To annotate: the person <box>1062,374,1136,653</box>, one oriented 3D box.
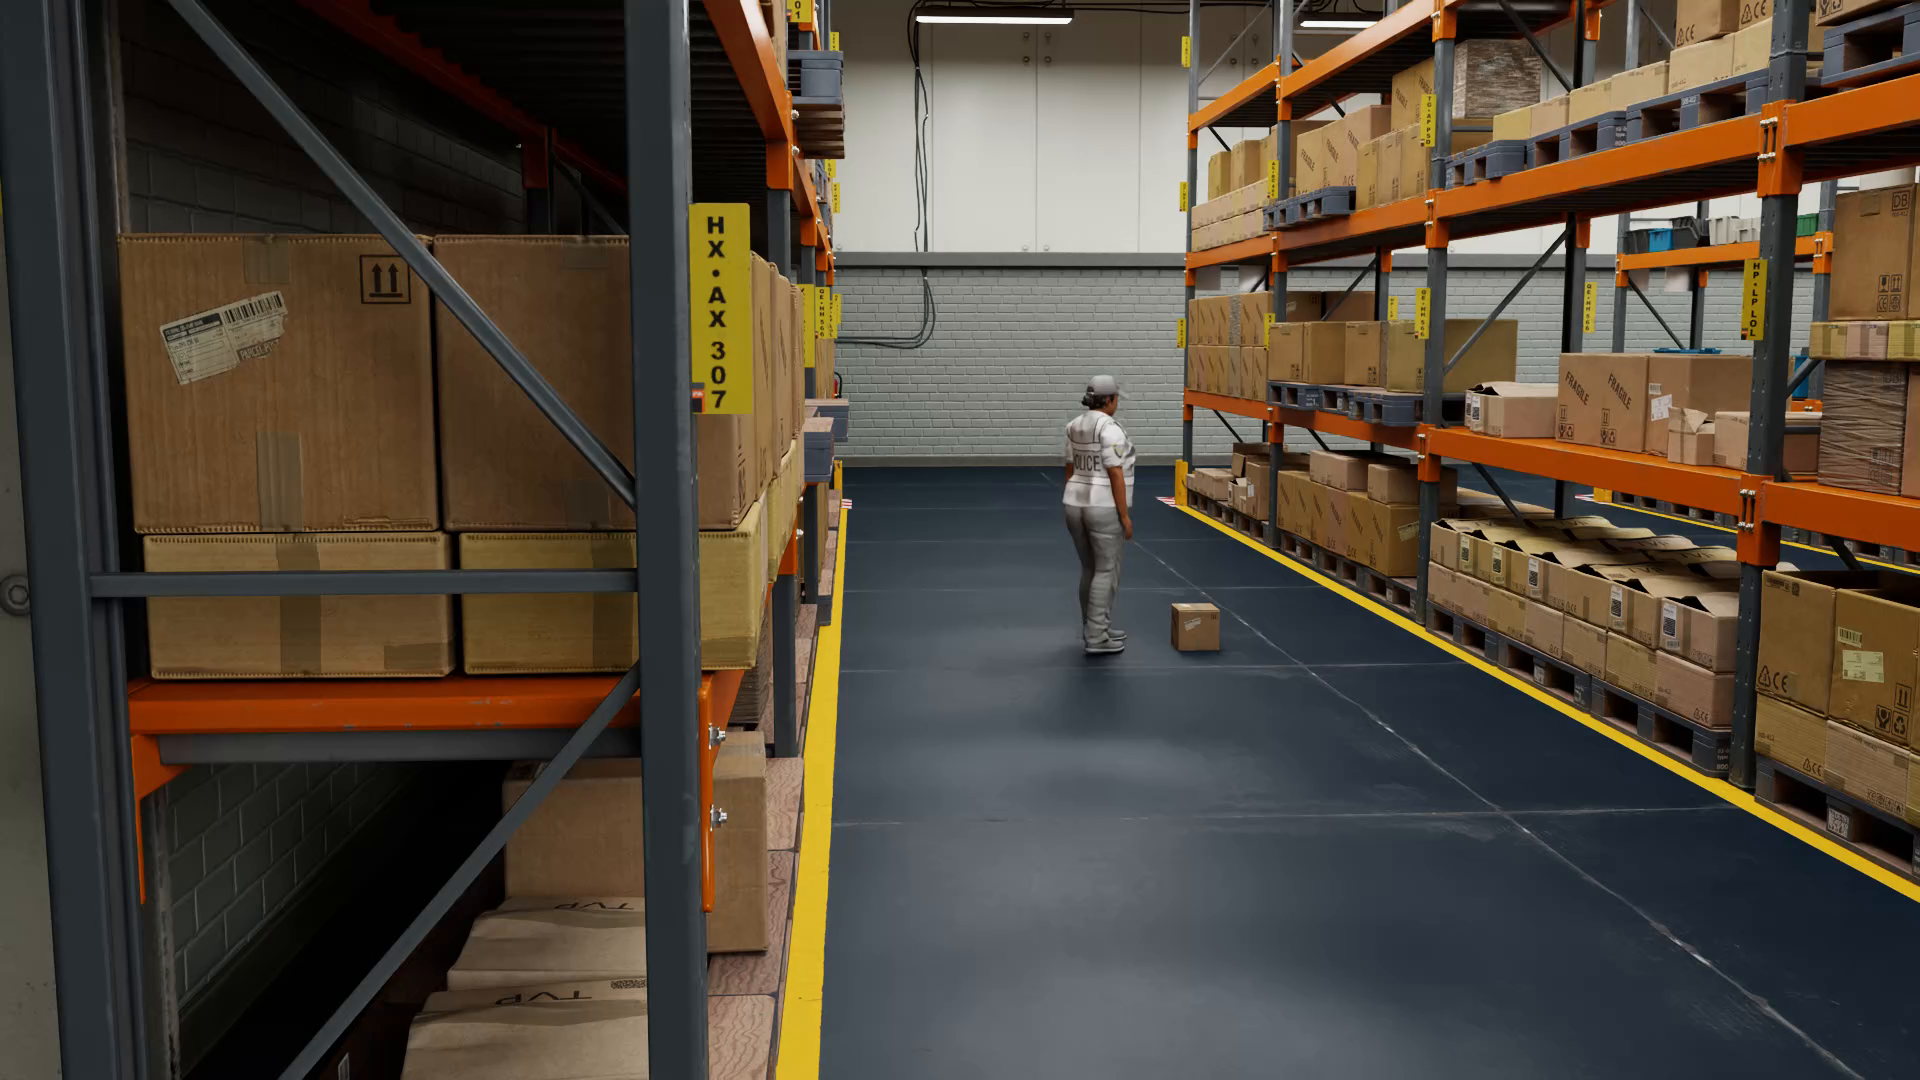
[{"bbox_3d":[0.908,-0.168,10.067,0.538,1.663,0.504,-5,8,-33],"label":"person"}]
